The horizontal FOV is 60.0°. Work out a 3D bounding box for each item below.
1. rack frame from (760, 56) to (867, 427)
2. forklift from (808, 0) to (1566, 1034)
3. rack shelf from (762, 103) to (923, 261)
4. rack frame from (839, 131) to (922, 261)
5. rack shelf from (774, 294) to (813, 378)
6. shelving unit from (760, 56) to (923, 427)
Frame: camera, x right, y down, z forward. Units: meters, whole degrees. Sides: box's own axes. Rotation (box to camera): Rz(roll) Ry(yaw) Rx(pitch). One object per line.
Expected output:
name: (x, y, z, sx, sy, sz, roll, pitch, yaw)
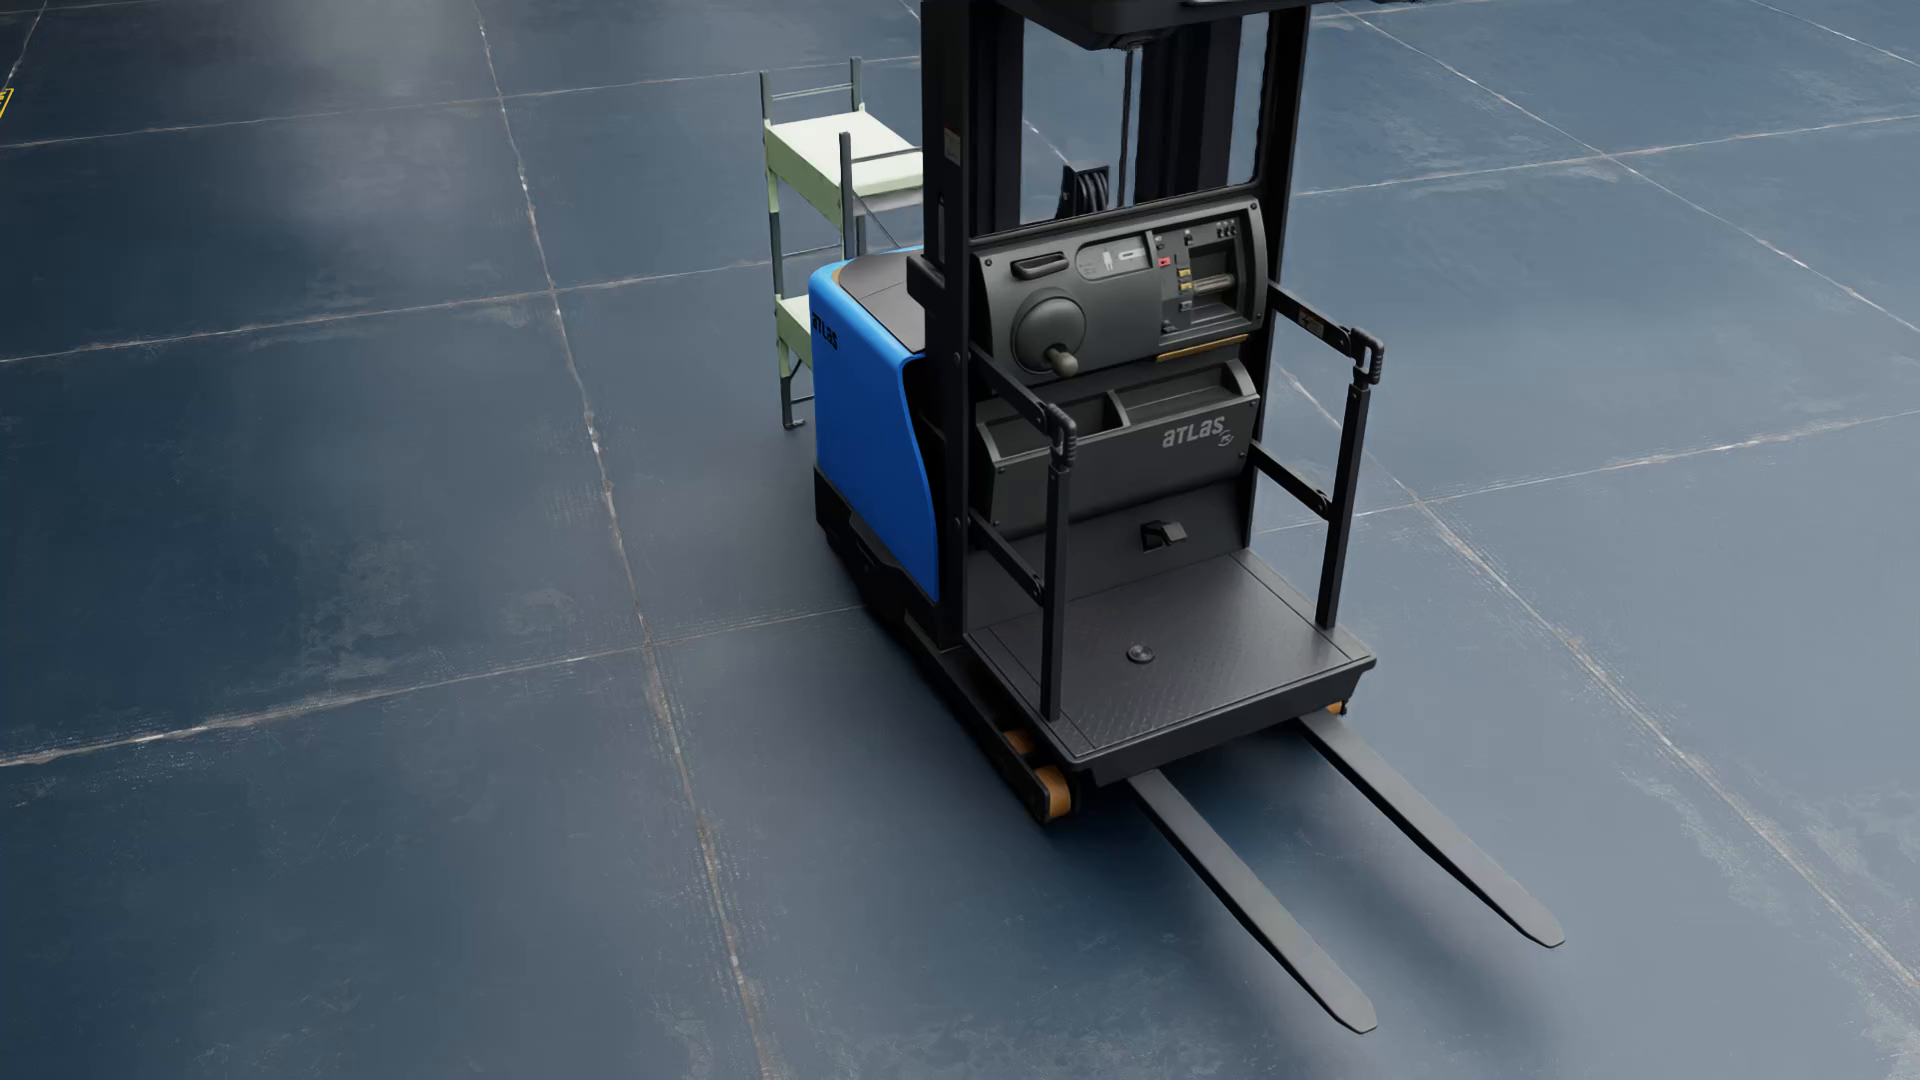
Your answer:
rack frame: (-0.559, -1.153, 6.634, 0.400, 1.500, 0.023, -16, 37, -22)
forklift: (0.579, -0.666, 4.599, 1.130, 2.935, 3.031, -16, 37, -22)
rack shelf: (-0.393, -1.299, 6.147, 0.431, 0.370, 0.720, -16, 37, -22)
rack frame: (-0.226, -0.793, 6.090, 0.400, 1.500, 0.023, -16, 37, -22)
rack shelf: (-0.393, -0.701, 6.542, 0.431, 0.370, 0.720, -16, 37, -22)
shelving unit: (-0.393, -0.973, 6.362, 0.431, 1.500, 0.755, -16, 37, -22)
